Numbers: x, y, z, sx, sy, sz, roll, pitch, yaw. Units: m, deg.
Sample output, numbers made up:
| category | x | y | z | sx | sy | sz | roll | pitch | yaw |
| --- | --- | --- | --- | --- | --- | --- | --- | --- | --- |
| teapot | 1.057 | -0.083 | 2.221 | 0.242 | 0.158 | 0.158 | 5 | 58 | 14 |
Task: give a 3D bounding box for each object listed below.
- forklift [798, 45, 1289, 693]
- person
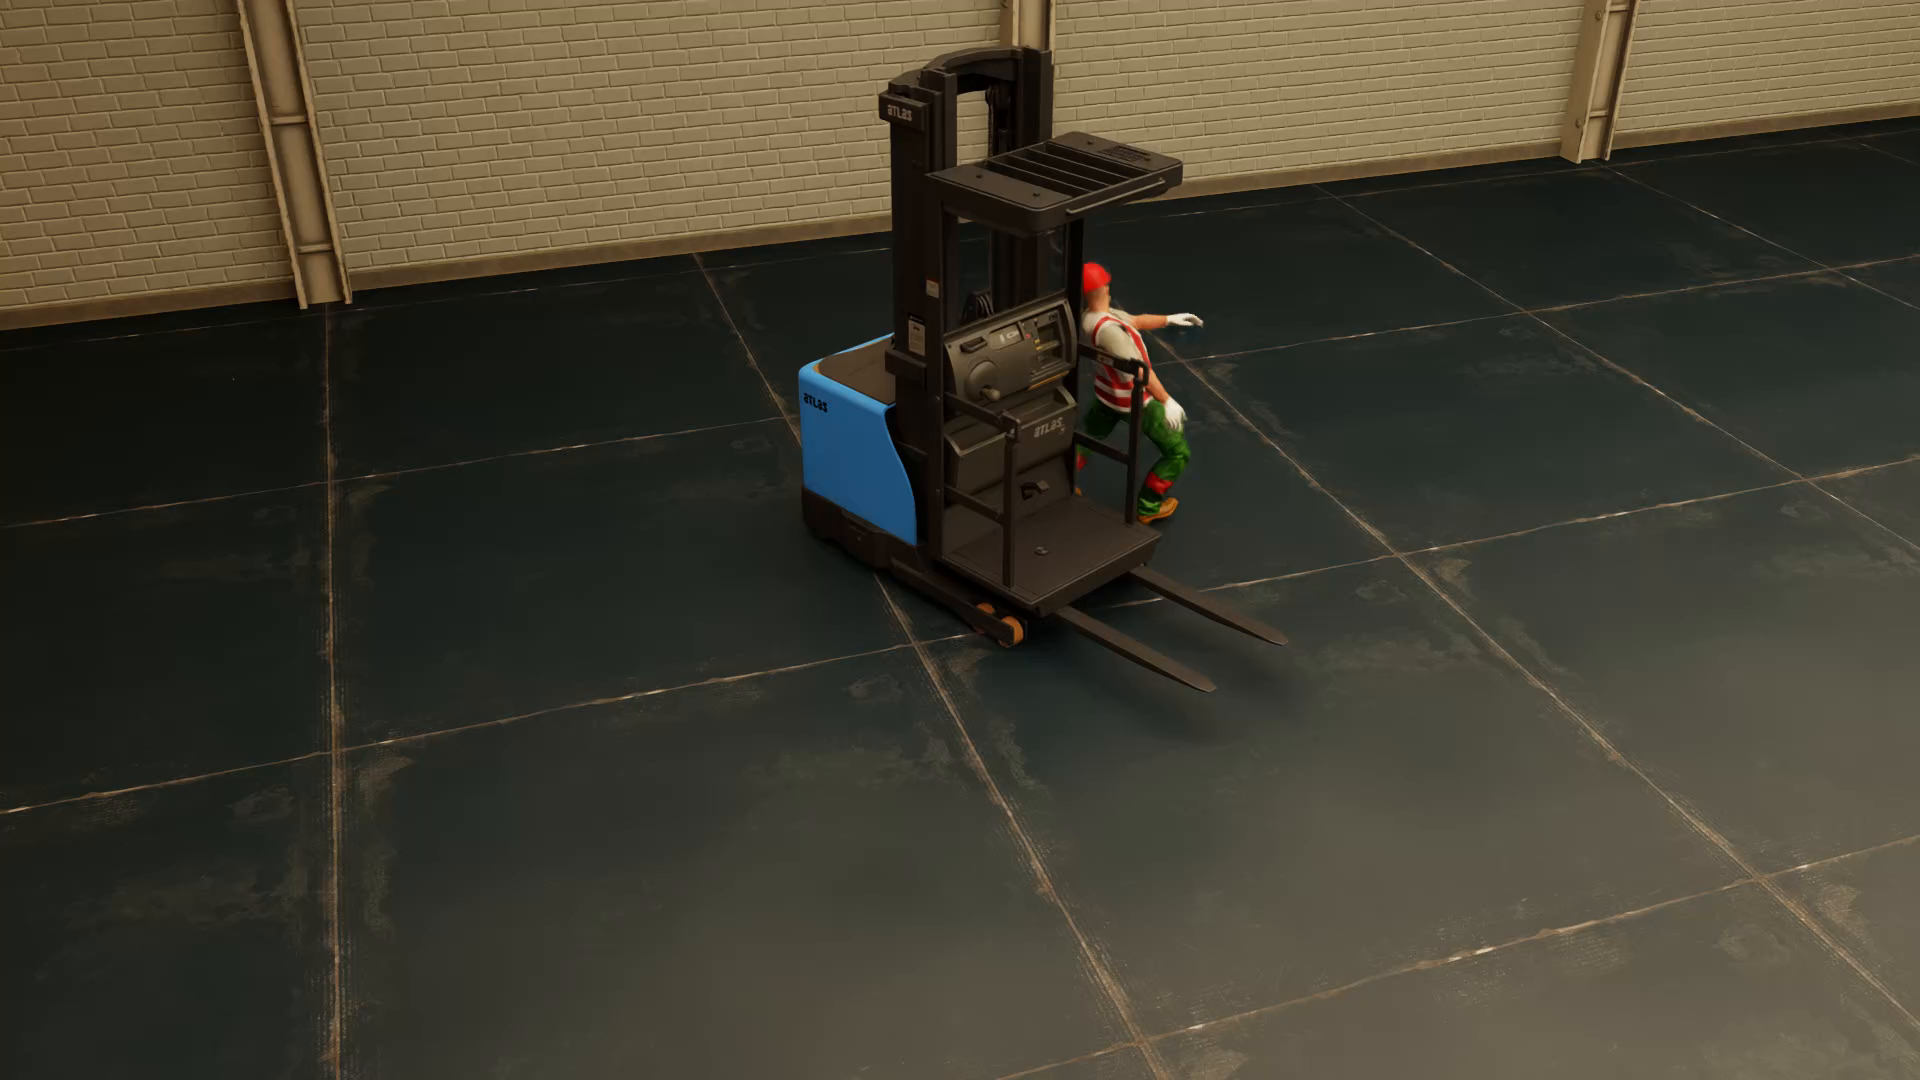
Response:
| category | x | y | z | sx | sy | sz | roll | pitch | yaw |
| --- | --- | --- | --- | --- | --- | --- | --- | --- | --- |
| forklift | 0.429 | -0.979 | 8.789 | 1.130 | 2.935 | 3.031 | -26 | 39 | -37 |
| person | 1.031 | -0.828 | 9.828 | 0.855 | 1.602 | 0.863 | -18 | 34 | -28 |
